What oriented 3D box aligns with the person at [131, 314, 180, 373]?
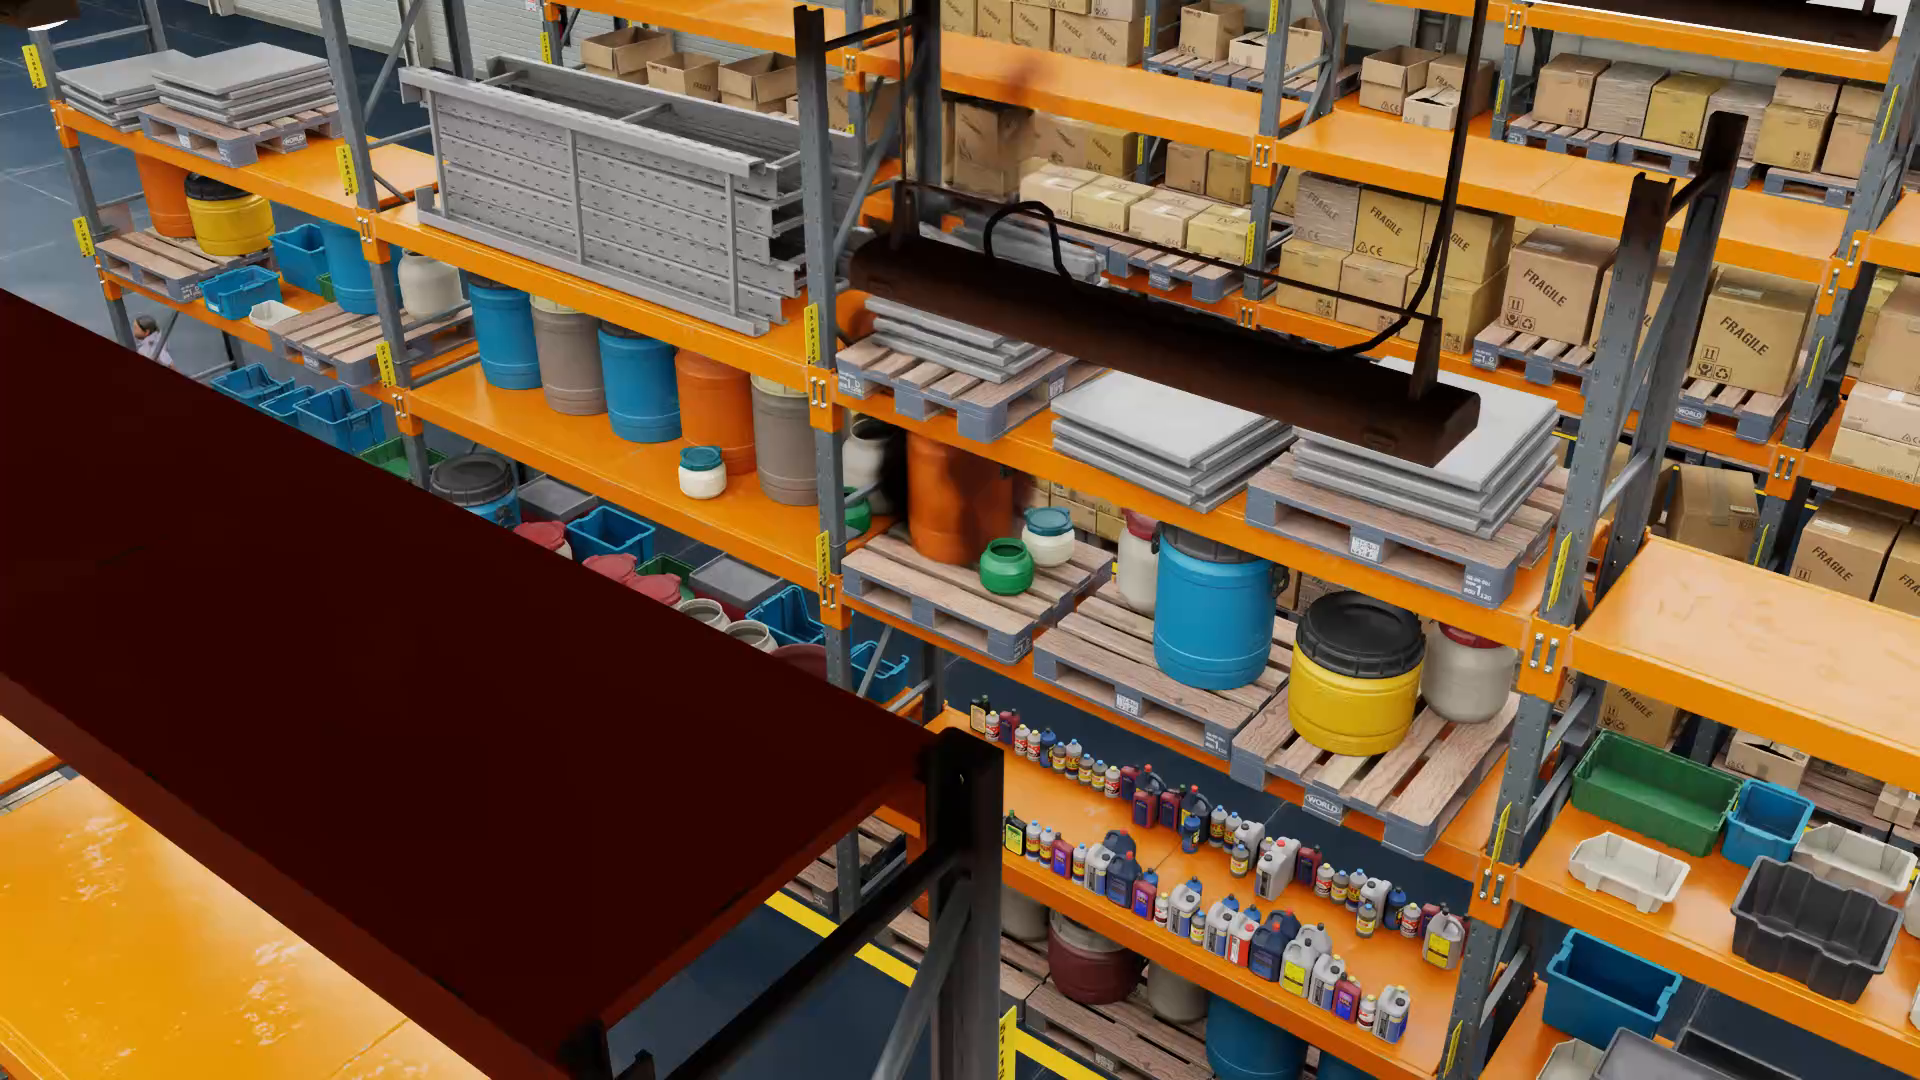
[{"bbox_3d":[-7.674,-1.423,16.076,0.662,1.669,0.661,-5,32,-9],"label":"person"}]
